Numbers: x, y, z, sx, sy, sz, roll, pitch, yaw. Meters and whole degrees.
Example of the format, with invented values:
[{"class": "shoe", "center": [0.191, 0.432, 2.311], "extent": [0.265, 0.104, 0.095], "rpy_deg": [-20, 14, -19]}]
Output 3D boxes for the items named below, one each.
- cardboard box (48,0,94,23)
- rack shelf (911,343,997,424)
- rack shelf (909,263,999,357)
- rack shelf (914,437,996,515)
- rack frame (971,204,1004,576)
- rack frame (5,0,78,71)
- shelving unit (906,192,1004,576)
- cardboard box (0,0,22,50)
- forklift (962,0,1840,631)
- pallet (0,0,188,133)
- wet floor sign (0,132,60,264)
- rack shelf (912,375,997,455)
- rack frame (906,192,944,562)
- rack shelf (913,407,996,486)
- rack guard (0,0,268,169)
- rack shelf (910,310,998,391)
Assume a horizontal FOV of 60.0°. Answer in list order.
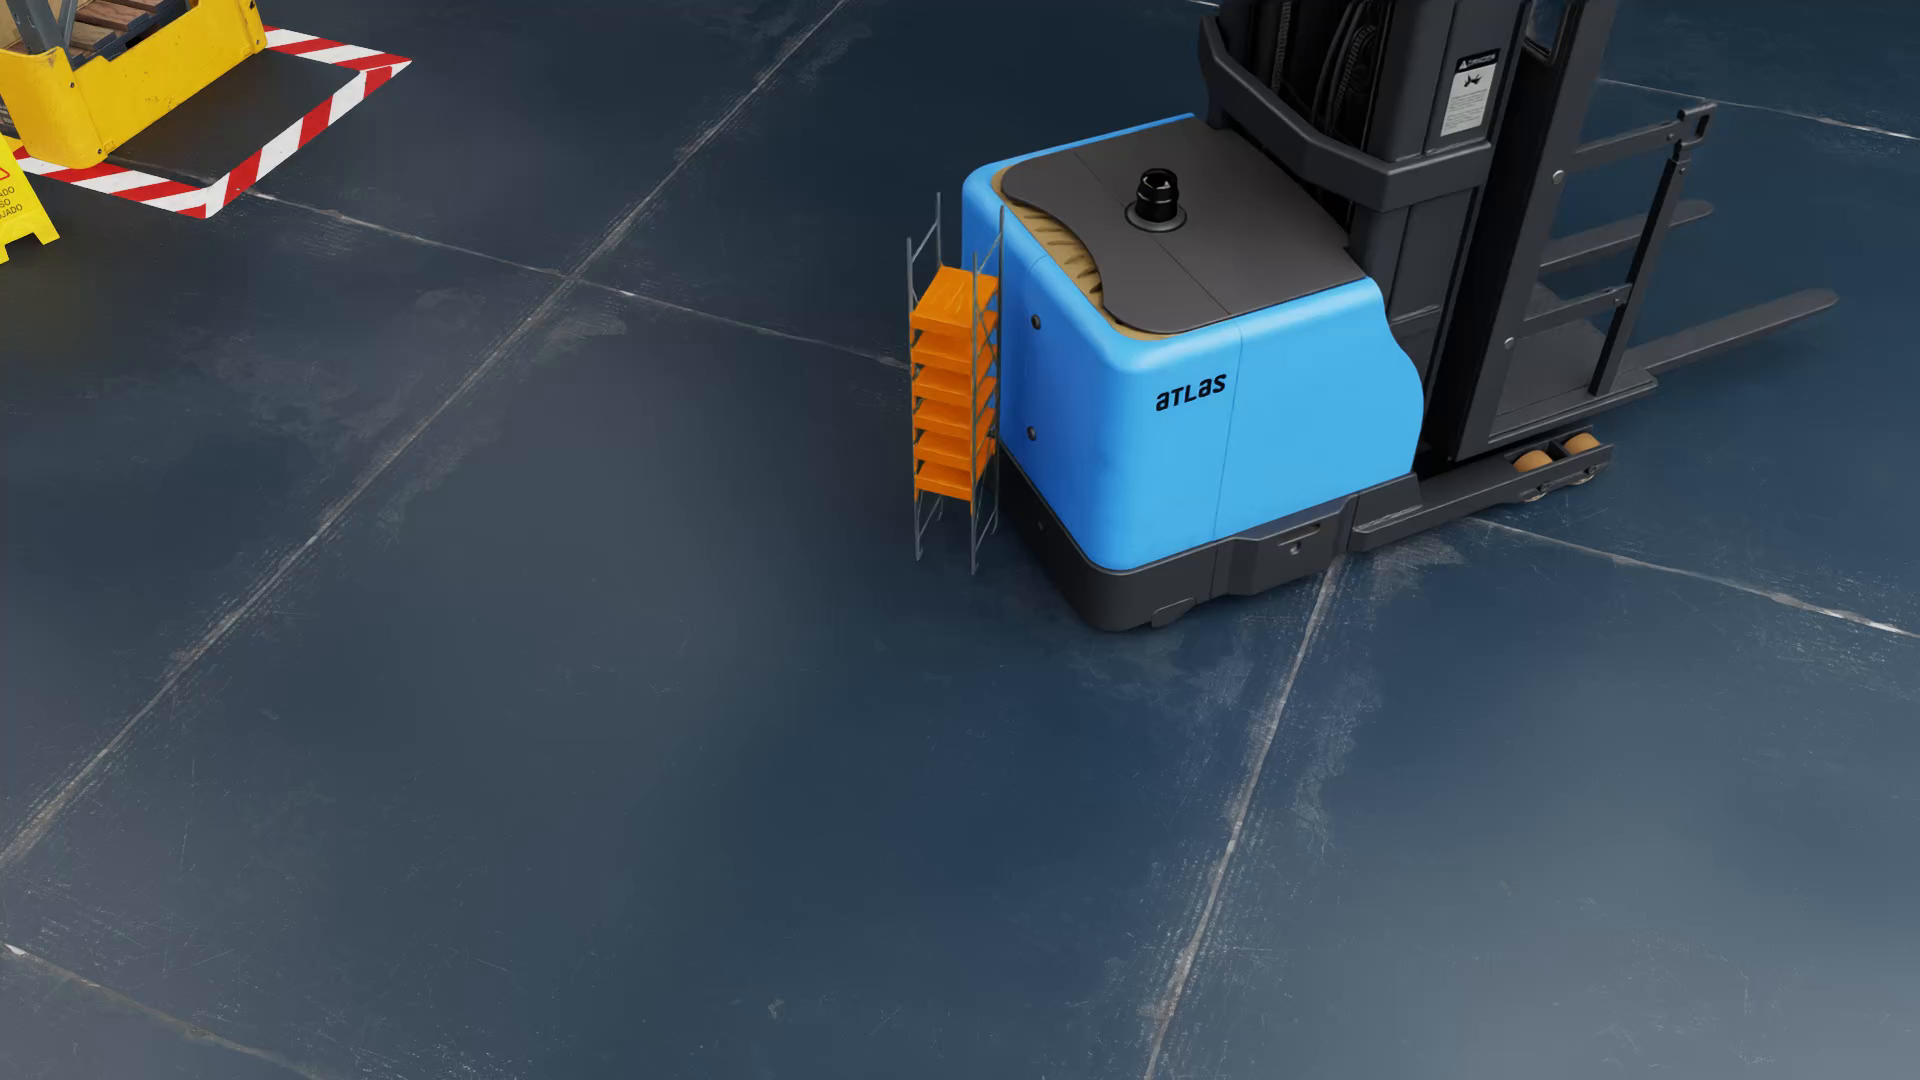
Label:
[{"class": "cardboard box", "center": [-4.052, -2.537, 7.325], "extent": [0.500, 0.250, 0.500], "rpy_deg": [16, 47, 16]}, {"class": "rack shelf", "center": [-0.010, -0.468, 4.762], "extent": [0.180, 0.103, 0.258], "rpy_deg": [14, 47, 14]}, {"class": "rack shelf", "center": [-0.010, -0.638, 4.592], "extent": [0.180, 0.103, 0.258], "rpy_deg": [14, 47, 14]}, {"class": "rack shelf", "center": [-0.009, -0.214, 5.017], "extent": [0.180, 0.103, 0.258], "rpy_deg": [14, 47, 14]}, {"class": "rack frame", "center": [0.077, -0.393, 4.794], "extent": [0.006, 1.200, 0.240], "rpy_deg": [14, 47, 14]}, {"class": "rack frame", "center": [-3.414, -2.964, 6.102], "extent": [0.127, 3.000, 1.000], "rpy_deg": [16, 47, 16]}, {"class": "shelving unit", "center": [-0.009, -0.415, 4.815], "extent": [0.189, 1.200, 0.258], "rpy_deg": [14, 47, 14]}, {"class": "cardboard box", "center": [-4.286, -2.189, 6.975], "extent": [0.500, 0.250, 0.500], "rpy_deg": [16, 47, 16]}, {"class": "forklift", "center": [1.550, -1.483, 4.663], "extent": [3.031, 2.935, 1.130], "rpy_deg": [-18, 48, -17]}, {"class": "pallet", "center": [-4.221, -2.239, 7.351], "extent": [1.213, 0.211, 1.003], "rpy_deg": [16, 47, 16]}, {"class": "wet floor sign", "center": [-3.651, -1.381, 6.180], "extent": [0.232, 0.644, 0.267], "rpy_deg": [33, 54, 29]}, {"class": "rack shelf", "center": [-0.009, -0.384, 4.847], "extent": [0.180, 0.103, 0.258], "rpy_deg": [14, 47, 14]}, {"class": "rack frame", "center": [-0.096, -0.437, 4.837], "extent": [0.006, 1.200, 0.240], "rpy_deg": [14, 47, 14]}, {"class": "rack shelf", "center": [-0.009, -0.299, 4.932], "extent": [0.180, 0.103, 0.258], "rpy_deg": [14, 47, 14]}, {"class": "rack guard", "center": [-3.484, -2.098, 7.004], "extent": [0.348, 0.500, 1.175], "rpy_deg": [16, 47, 16]}, {"class": "rack shelf", "center": [-0.010, -0.553, 4.677], "extent": [0.180, 0.103, 0.258], "rpy_deg": [14, 47, 14]}]
